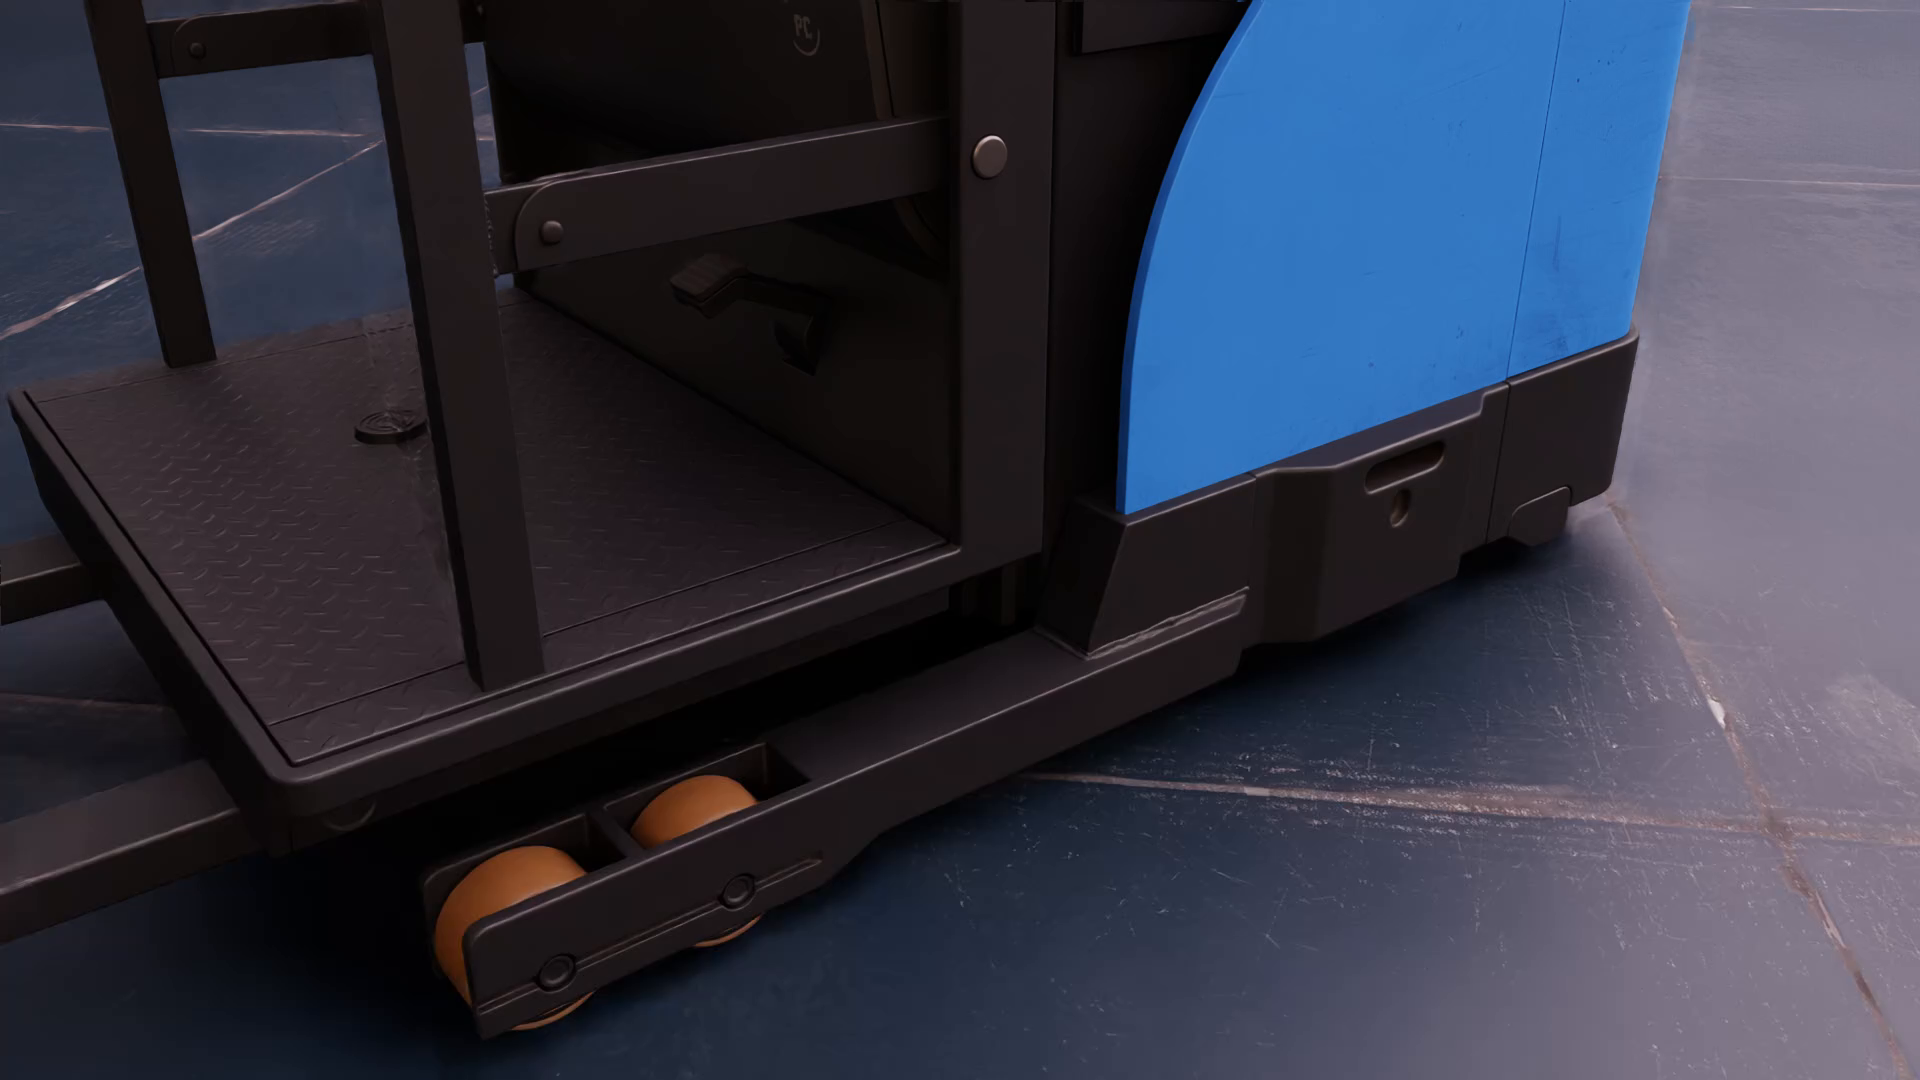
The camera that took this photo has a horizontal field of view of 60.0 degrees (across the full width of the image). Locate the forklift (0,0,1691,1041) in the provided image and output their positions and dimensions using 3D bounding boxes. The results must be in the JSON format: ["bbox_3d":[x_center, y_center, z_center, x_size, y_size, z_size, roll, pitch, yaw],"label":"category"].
[{"bbox_3d":[-0.487,-1.118,1.457,3.031,2.935,1.130,-19,32,-33],"label":"forklift"}]
